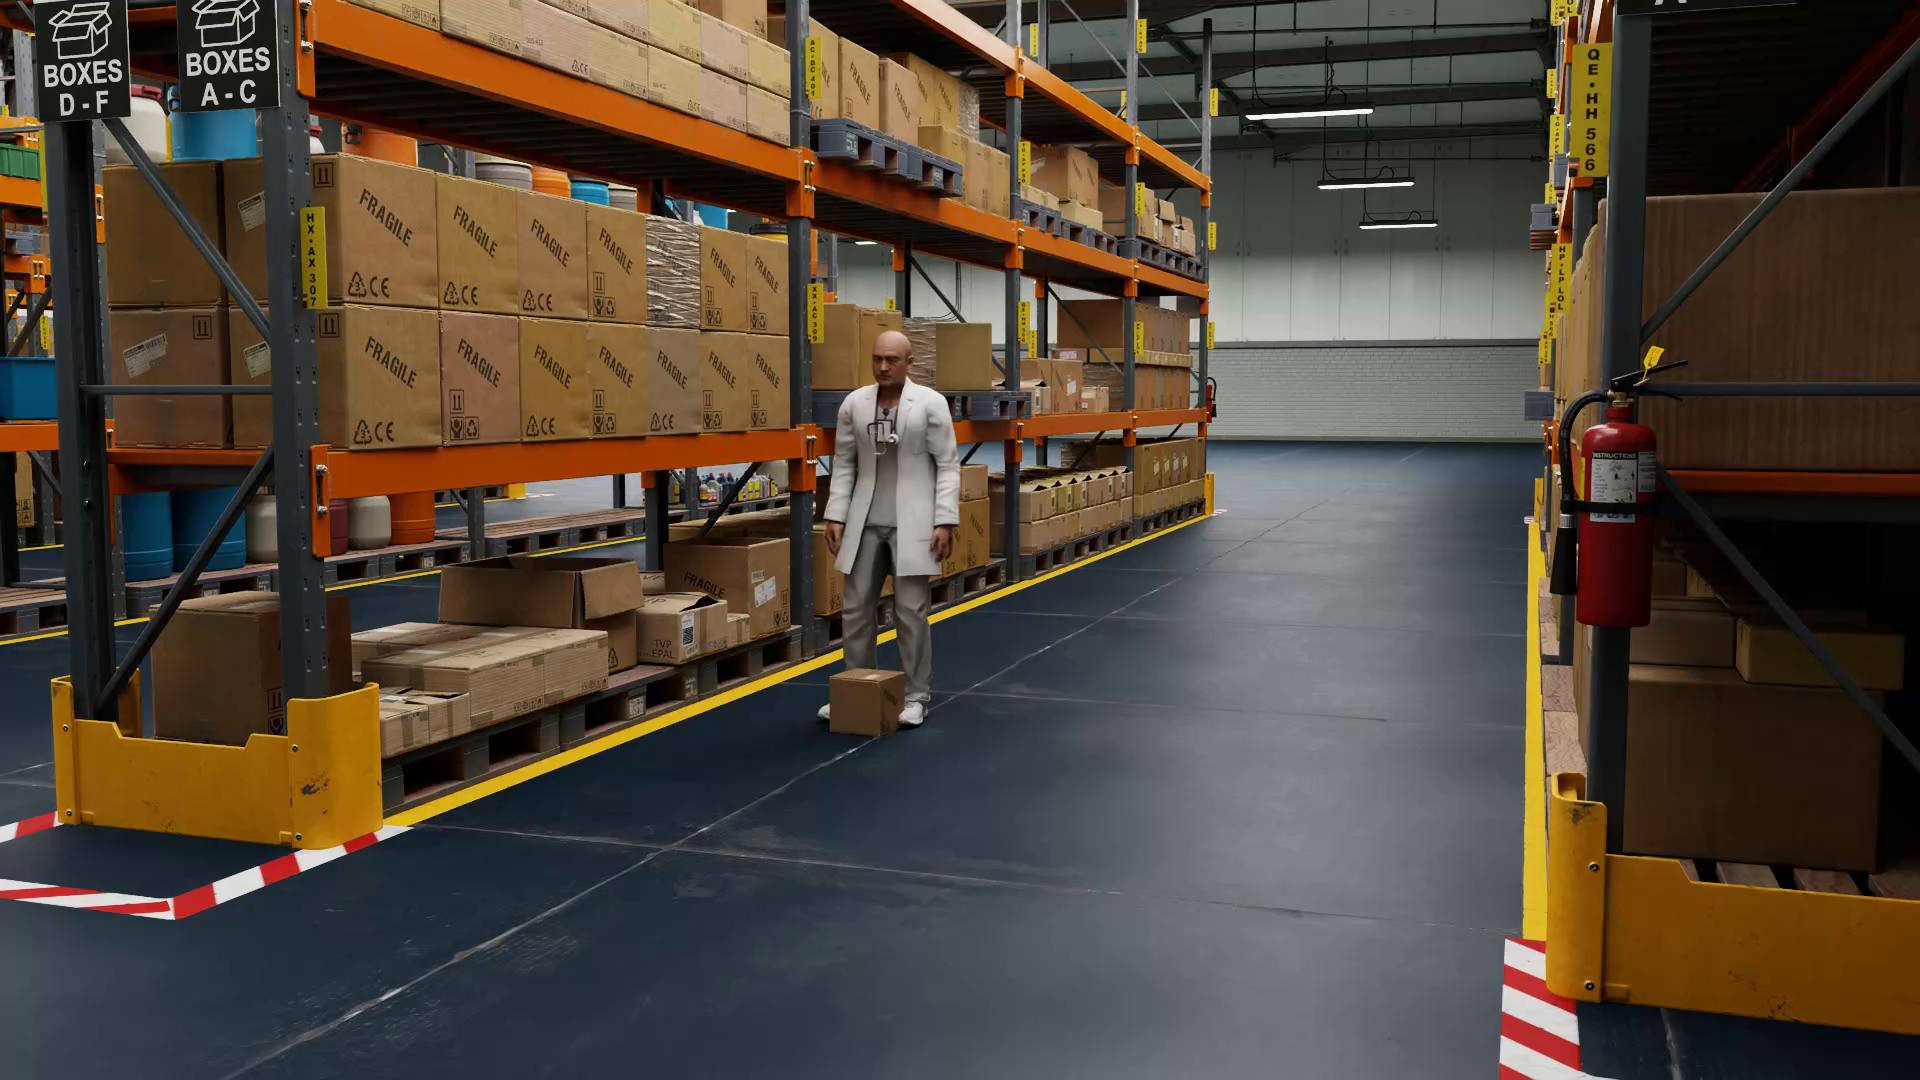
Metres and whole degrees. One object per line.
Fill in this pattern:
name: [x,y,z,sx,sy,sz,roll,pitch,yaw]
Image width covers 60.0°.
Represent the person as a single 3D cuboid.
person: [-0.311,-0.058,7.578,0.654,1.775,0.420,2,5,19]
